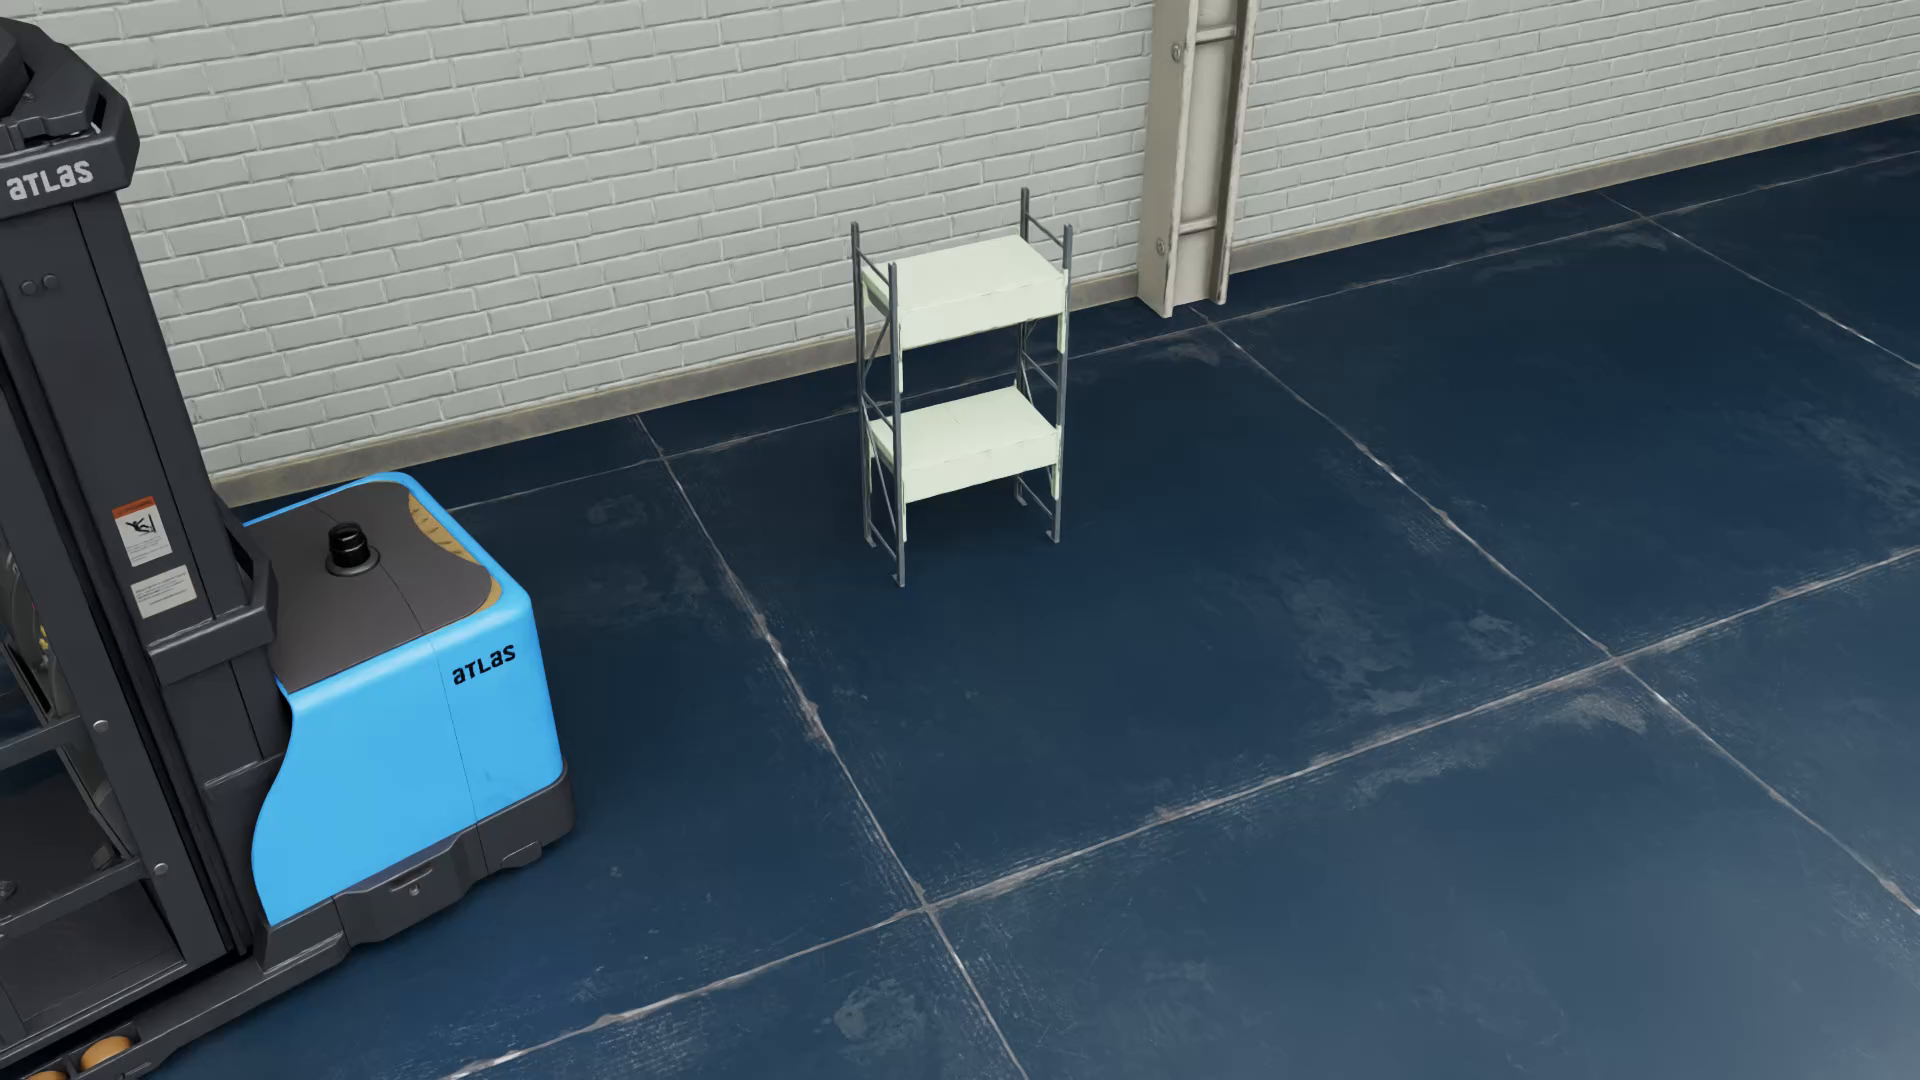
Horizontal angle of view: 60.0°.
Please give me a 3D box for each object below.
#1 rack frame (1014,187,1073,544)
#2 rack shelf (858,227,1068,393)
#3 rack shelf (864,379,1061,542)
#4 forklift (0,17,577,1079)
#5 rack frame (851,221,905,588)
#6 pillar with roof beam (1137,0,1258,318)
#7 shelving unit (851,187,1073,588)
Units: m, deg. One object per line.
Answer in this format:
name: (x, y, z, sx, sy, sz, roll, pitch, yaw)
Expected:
rack frame: (0.337, -0.697, 6.930, 0.023, 1.500, 0.400, -16, 39, -20)
rack shelf: (0.006, -0.918, 6.573, 0.720, 0.370, 0.431, -16, 39, -20)
rack shelf: (0.006, -0.342, 7.000, 0.720, 0.370, 0.431, -16, 39, -20)
forklift: (-2.798, 0.201, 4.518, 3.031, 2.935, 1.130, -26, 44, -31)
rack frame: (-0.325, -0.511, 6.681, 0.023, 1.500, 0.400, -16, 39, -20)
pillar with roof beam: (3.024, -2.605, 3.208, 0.400, 9.000, 9.100, -16, 39, -20)
shelving unit: (0.006, -0.604, 6.805, 0.755, 1.500, 0.431, -16, 39, -20)
